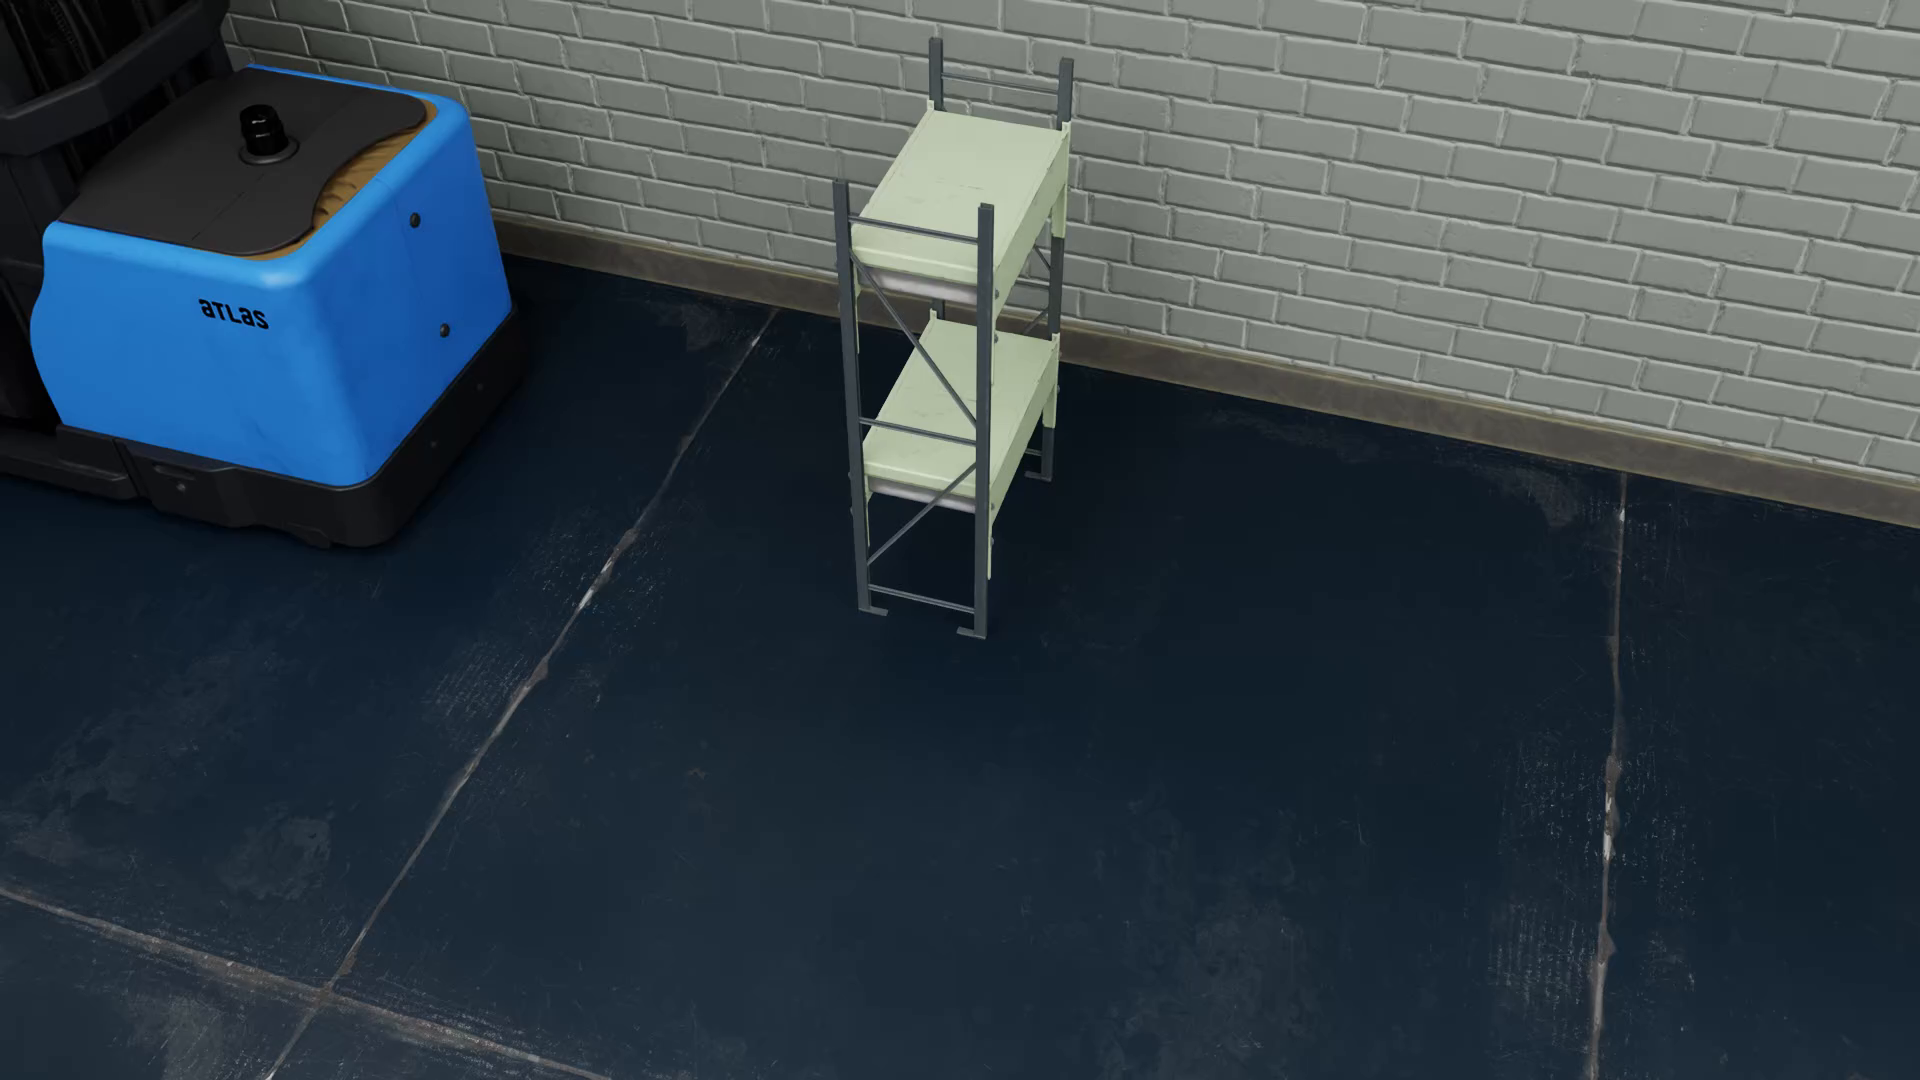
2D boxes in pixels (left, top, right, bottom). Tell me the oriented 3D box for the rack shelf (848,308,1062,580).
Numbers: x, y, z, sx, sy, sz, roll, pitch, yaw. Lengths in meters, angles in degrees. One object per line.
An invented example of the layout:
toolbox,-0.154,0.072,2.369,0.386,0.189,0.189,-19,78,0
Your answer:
rack shelf,-0.002,-0.299,4.949,0.431,0.370,0.720,13,46,12

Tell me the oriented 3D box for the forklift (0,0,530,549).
forklift,-3.070,-1.620,4.809,3.031,2.935,1.130,12,46,12

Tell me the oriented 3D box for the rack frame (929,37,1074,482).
rack frame,0.109,-0.776,4.970,0.400,1.500,0.023,13,46,12

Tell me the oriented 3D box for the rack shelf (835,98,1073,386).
rack shelf,-0.002,-0.811,4.448,0.431,0.370,0.720,13,46,12

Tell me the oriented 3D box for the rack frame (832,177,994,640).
rack frame,-0.113,-0.288,4.472,0.400,1.500,0.023,13,46,12

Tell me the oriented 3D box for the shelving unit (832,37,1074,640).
shelving unit,-0.002,-0.532,4.721,0.431,1.500,0.755,13,46,12
